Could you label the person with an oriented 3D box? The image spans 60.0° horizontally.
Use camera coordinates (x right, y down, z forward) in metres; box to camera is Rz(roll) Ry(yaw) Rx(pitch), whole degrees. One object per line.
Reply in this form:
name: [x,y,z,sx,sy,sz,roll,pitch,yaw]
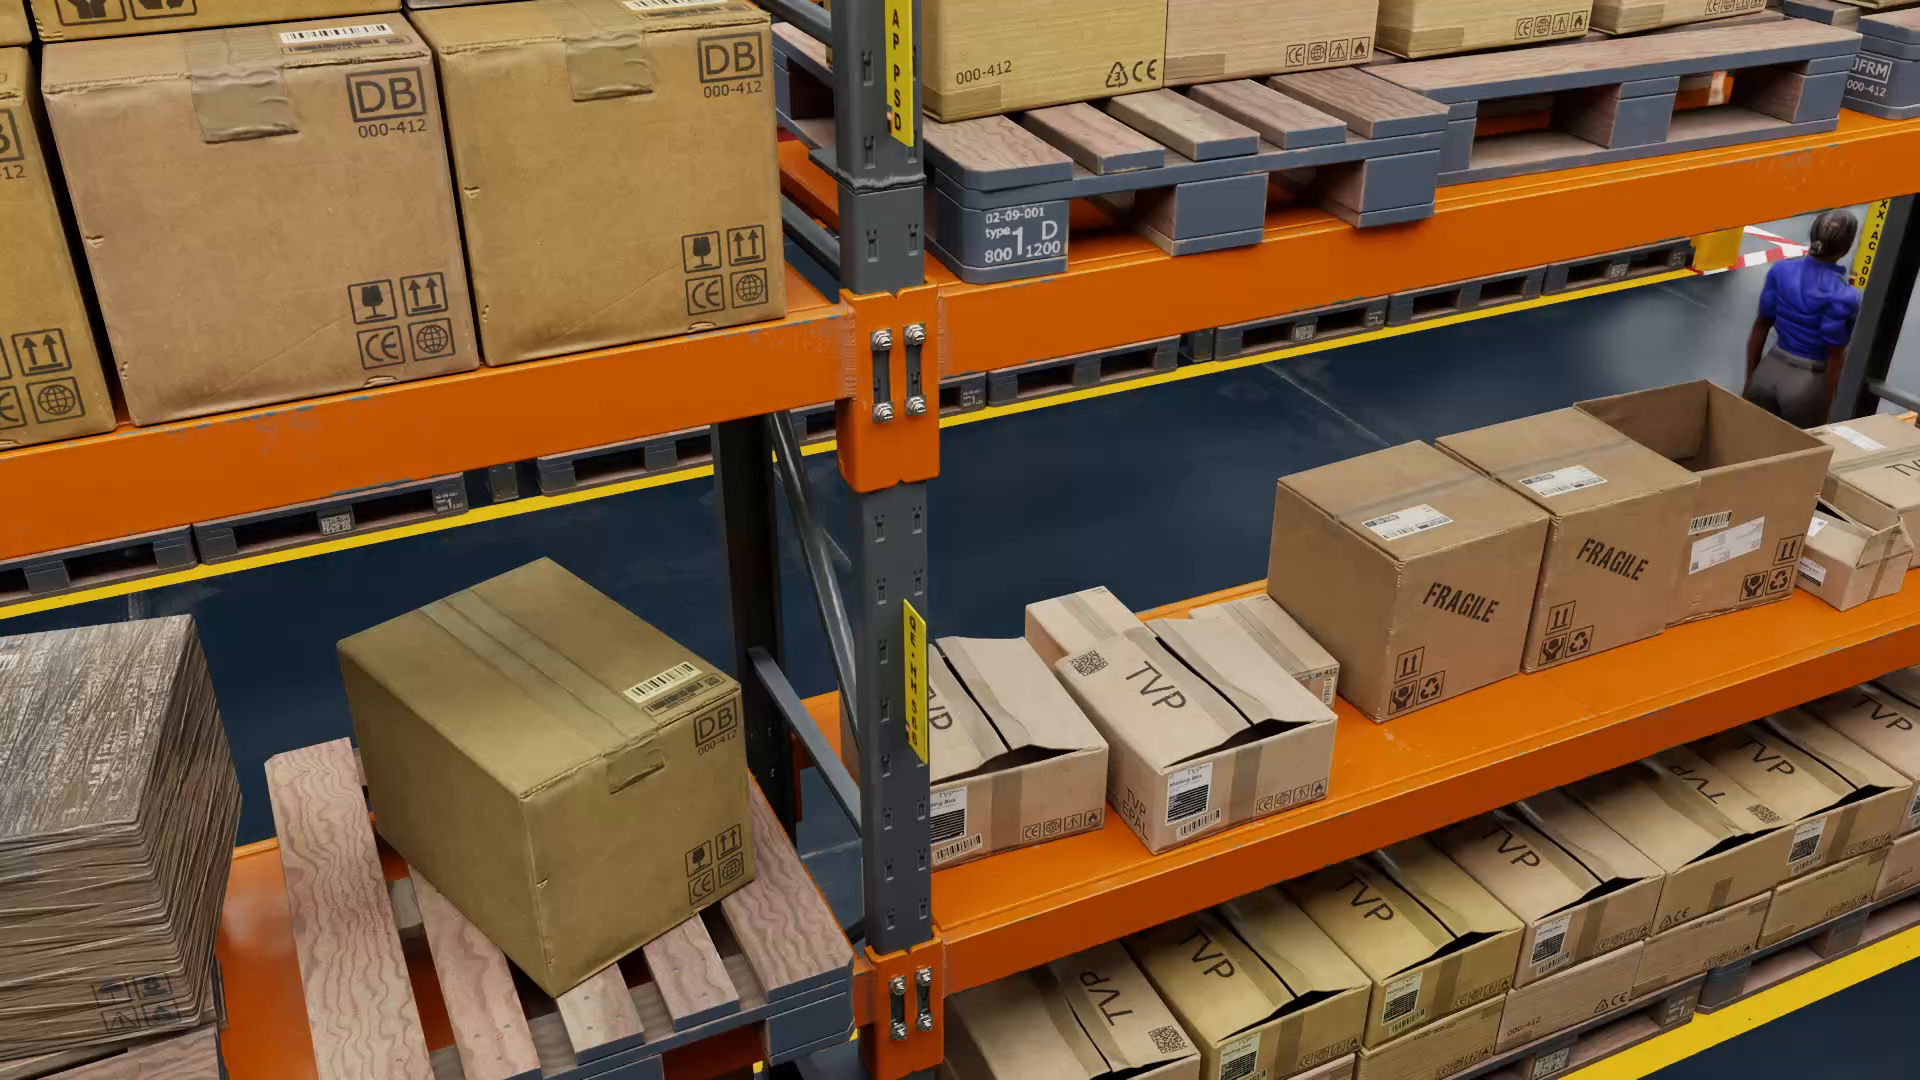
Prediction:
person: [3.615,-0.657,7.242,0.452,1.646,0.443,-12,32,-20]
